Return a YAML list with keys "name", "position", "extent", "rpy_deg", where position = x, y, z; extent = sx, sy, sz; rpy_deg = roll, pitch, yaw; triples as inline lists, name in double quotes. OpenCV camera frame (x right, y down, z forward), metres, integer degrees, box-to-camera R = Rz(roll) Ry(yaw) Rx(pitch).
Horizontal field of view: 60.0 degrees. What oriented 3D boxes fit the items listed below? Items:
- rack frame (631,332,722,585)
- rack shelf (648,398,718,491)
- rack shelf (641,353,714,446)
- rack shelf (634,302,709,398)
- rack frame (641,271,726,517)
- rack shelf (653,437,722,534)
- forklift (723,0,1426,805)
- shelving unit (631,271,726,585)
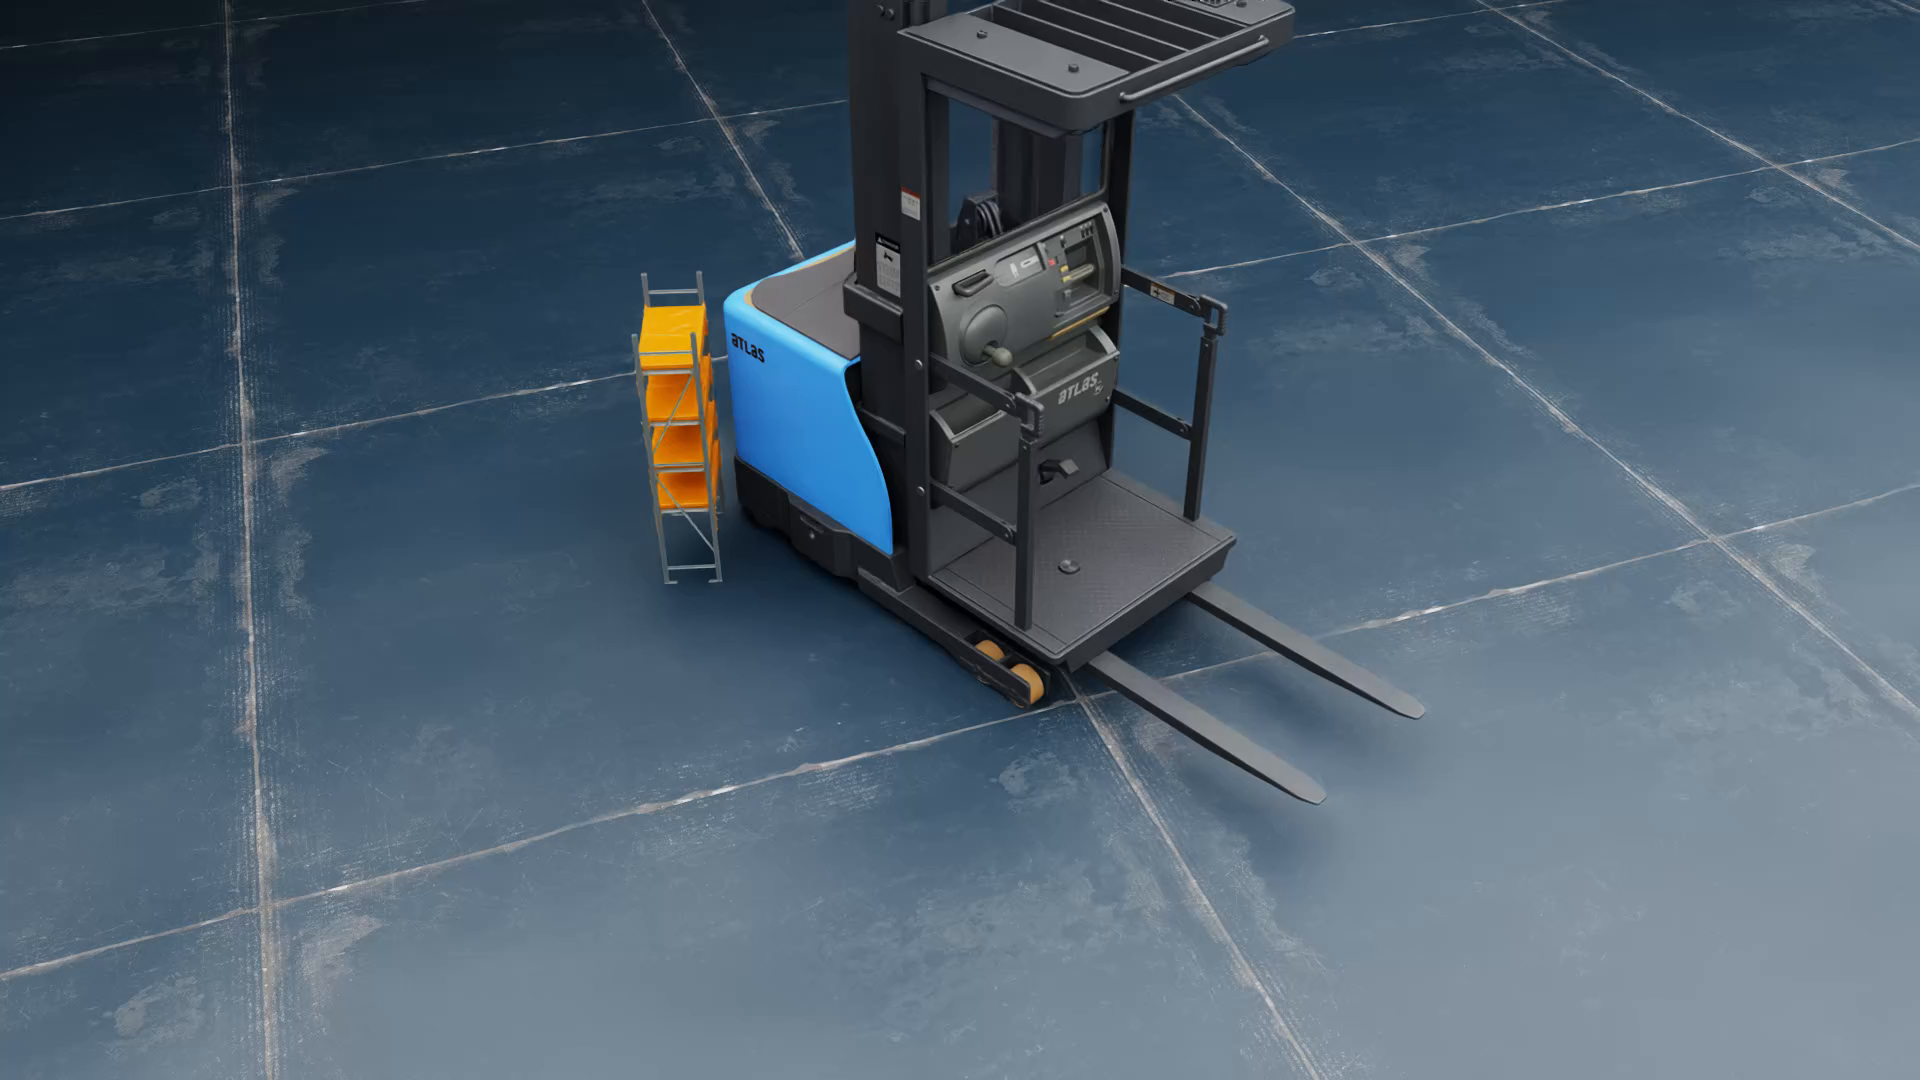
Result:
- name: "rack frame"
  position: [-1.123, -0.300, 6.650]
  extent: [0.240, 1.200, 0.015]
  rpy_deg: [-3, 37, -4]
- name: "rack shelf"
  position: [-1.142, -0.392, 6.885]
  extent: [0.258, 0.148, 0.480]
  rpy_deg: [-3, 37, -4]
- name: "rack shelf"
  position: [-1.141, -0.571, 6.751]
  extent: [0.258, 0.148, 0.480]
  rpy_deg: [-3, 37, -4]
- name: "rack shelf"
  position: [-1.141, -0.760, 6.608]
  extent: [0.258, 0.148, 0.480]
  rpy_deg: [-3, 37, -4]
- name: "rack frame"
  position: [-1.160, -0.592, 7.039]
  extent: [0.240, 1.200, 0.015]
  rpy_deg: [-3, 37, -4]
- name: "rack shelf"
  position: [-1.142, -0.234, 7.005]
  extent: [0.258, 0.148, 0.480]
  rpy_deg: [-3, 37, -4]
- name: "forklift"
  position: [0.402, -0.880, 5.983]
  extent: [1.130, 2.935, 3.031]
  rpy_deg: [-30, 46, -34]
- name: "shelving unit"
  position: [-1.141, -0.446, 6.845]
  extent: [0.258, 1.200, 0.503]
  rpy_deg: [-3, 37, -4]
